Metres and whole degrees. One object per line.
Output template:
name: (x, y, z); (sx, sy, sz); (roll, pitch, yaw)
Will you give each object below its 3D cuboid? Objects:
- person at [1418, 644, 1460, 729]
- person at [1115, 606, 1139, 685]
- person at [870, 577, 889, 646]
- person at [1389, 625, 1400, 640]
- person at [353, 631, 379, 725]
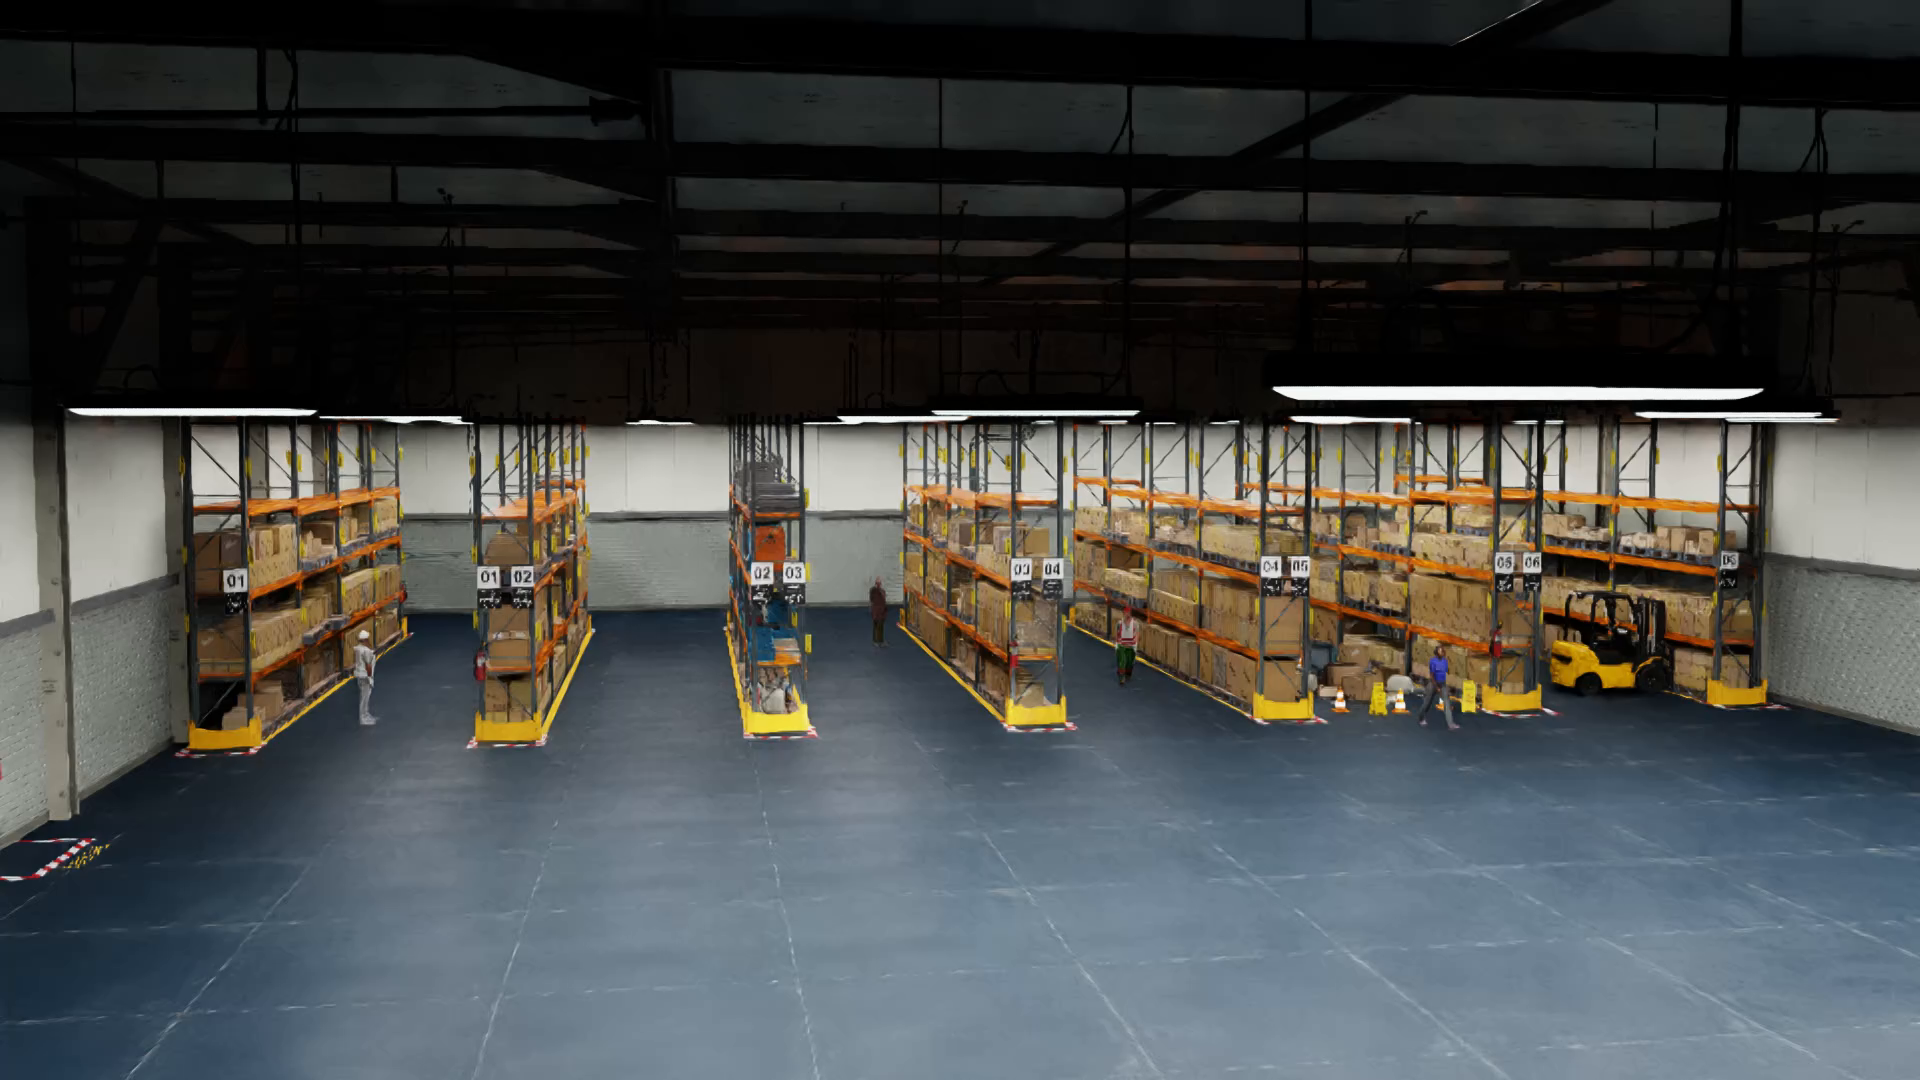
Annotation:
person: (9.067, 2.774, 31.558); (0.443, 1.573, 0.996); (-1, 4, -18)
person: (3.721, 2.332, 36.983); (0.534, 1.725, 1.038); (0, 4, 0)
person: (-2.087, 1.863, 43.488); (0.514, 1.781, 0.638); (-3, 5, -40)
person: (11.239, 1.981, 43.239); (0.453, 1.584, 0.467); (2, 4, 22)
person: (-11.421, 2.635, 32.052); (0.461, 1.783, 0.615); (-3, 5, -37)
